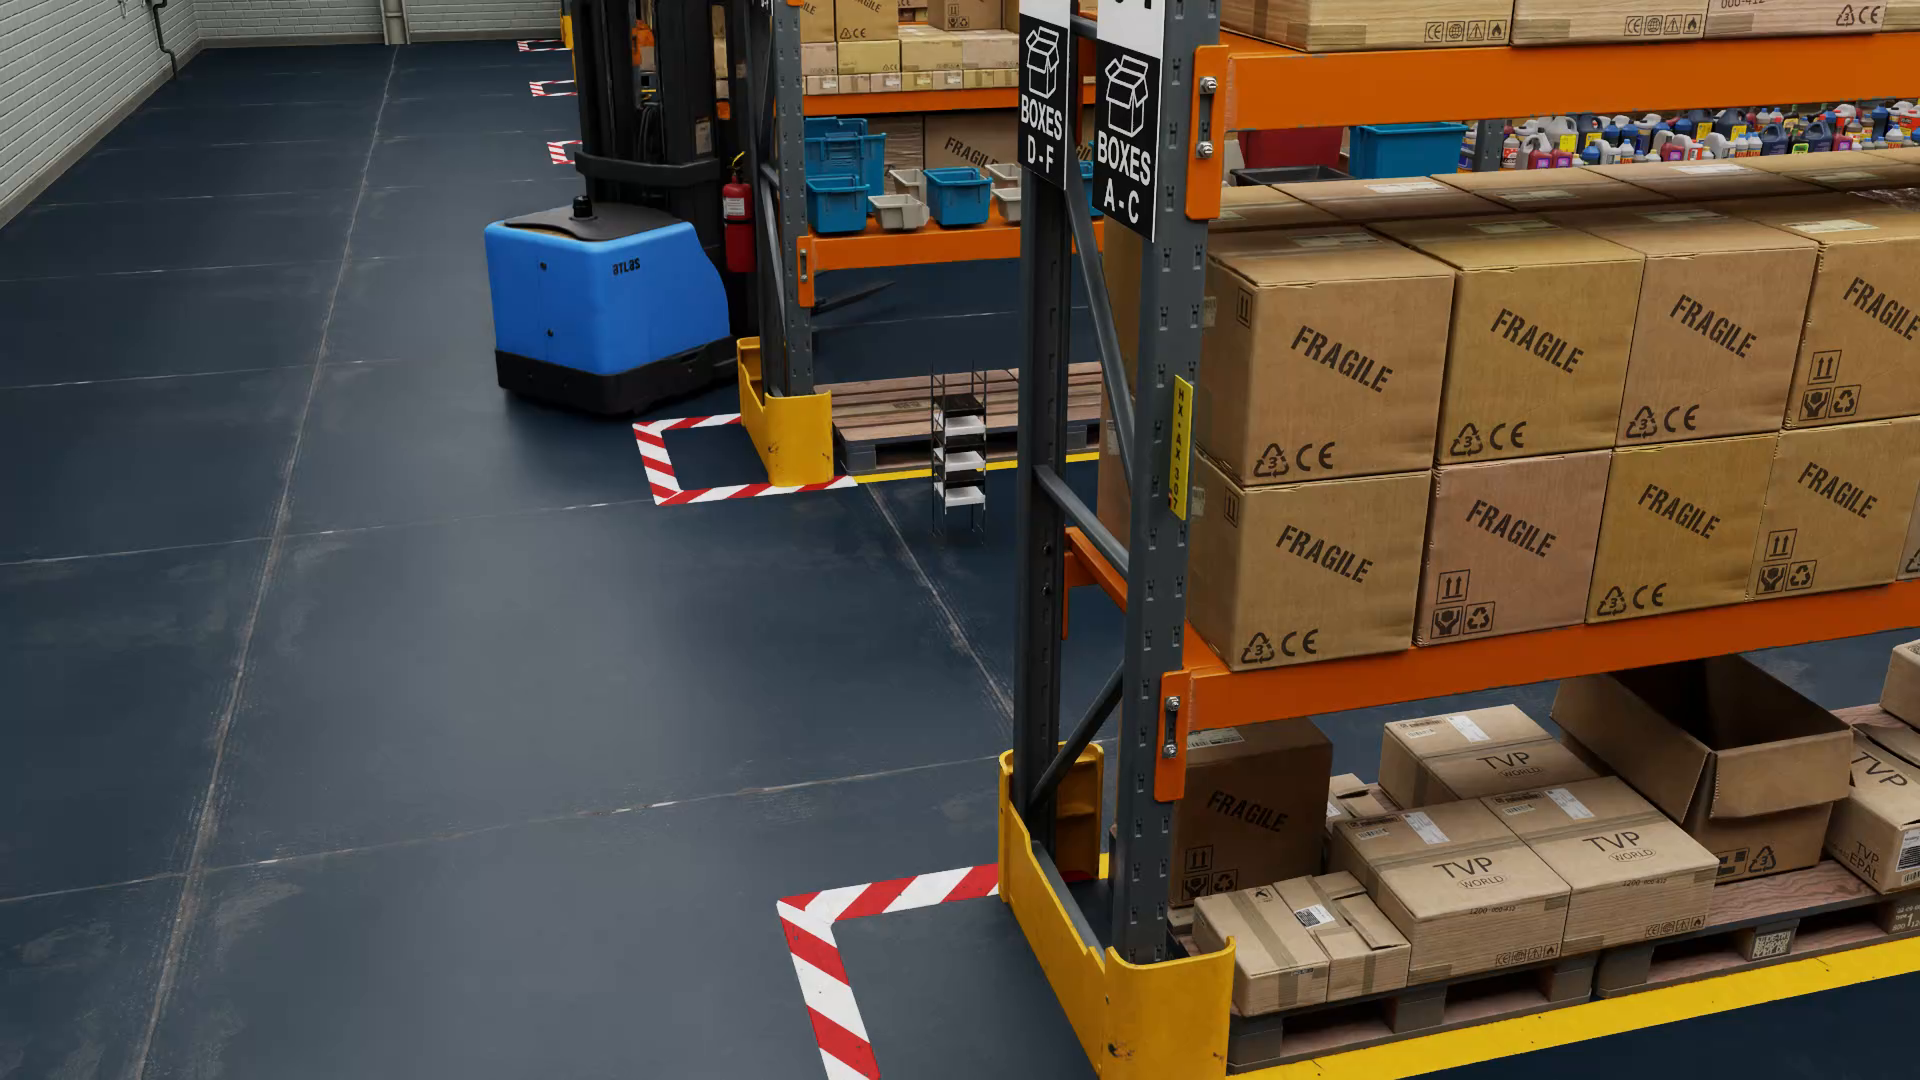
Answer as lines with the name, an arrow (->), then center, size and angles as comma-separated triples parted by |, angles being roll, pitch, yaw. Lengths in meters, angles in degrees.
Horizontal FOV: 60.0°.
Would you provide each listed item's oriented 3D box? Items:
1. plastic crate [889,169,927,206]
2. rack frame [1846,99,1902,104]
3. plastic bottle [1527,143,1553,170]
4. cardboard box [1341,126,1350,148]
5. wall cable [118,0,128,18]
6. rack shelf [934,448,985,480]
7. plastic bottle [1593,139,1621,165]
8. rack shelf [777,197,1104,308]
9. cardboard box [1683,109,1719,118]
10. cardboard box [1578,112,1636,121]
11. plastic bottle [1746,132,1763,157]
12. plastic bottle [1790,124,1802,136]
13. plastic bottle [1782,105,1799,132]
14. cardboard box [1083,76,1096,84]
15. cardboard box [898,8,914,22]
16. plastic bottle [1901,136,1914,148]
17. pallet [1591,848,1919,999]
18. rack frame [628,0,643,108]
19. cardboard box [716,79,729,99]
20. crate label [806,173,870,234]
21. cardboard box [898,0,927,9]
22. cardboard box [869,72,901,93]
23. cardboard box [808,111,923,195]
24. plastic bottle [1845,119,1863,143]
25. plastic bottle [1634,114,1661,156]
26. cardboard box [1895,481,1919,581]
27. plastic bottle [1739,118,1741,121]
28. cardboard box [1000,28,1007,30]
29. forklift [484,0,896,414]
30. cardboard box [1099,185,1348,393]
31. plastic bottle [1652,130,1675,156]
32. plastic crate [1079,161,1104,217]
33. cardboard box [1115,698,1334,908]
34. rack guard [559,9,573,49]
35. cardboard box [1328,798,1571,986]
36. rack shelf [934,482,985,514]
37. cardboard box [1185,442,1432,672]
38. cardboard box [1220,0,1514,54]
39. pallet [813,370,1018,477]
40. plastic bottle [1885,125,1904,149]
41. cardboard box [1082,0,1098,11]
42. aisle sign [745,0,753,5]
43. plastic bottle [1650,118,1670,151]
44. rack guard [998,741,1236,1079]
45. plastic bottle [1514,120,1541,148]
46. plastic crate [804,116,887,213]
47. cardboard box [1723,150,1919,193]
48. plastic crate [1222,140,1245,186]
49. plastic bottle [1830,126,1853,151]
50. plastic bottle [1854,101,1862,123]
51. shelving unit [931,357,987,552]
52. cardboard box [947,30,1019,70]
plastic crate -> -0.237, -1.964, 9.280 | 0.243, 0.136, 0.396 | -6, 24, -14
rack frame -> 9.243, -5.060, 16.239 | 0.127, 3.000, 1.000 | -6, 24, -14
plastic bottle -> 3.346, -2.151, 9.607 | 0.133, 0.283, 0.061 | -6, 24, -14
cardboard box -> 3.011, -3.596, 14.988 | 0.875, 0.875, 1.225 | -7, 24, -16
wall cable -> -10.411, -7.416, 20.402 | 0.123, 1.953, 0.585 | -6, 24, -14
rack shelf -> -0.008, -0.382, 8.084 | 0.200, 0.077, 0.258 | -6, 24, -14
plastic bottle -> 3.779, -2.214, 9.764 | 0.135, 0.276, 0.152 | -6, 24, -14
rack shelf -> 0.952, -1.784, 9.516 | 4.000, 0.370, 1.077 | -6, 24, -14
cardboard box -> 7.106, -3.893, 16.132 | 0.500, 0.500, 0.700 | -4, 24, -10
cardboard box -> 6.028, -4.115, 15.697 | 0.500, 0.250, 0.500 | -5, 24, -12
plastic bottle -> 4.754, -2.309, 9.990 | 0.097, 0.271, 0.097 | 0, 23, 0
plastic bottle -> 5.138, -2.408, 10.207 | 0.133, 0.283, 0.061 | -6, 24, -14
plastic bottle -> 5.416, -2.706, 10.900 | 0.133, 0.283, 0.061 | -6, 24, -14
cardboard box -> 1.087, -3.908, 13.873 | 0.250, 0.149, 0.380 | -6, 24, -13
cardboard box -> -0.673, -5.791, 18.261 | 0.250, 0.149, 0.380 | -7, 24, -16
plastic bottle -> 5.836, -2.396, 10.283 | 0.097, 0.201, 0.097 | 0, 23, 0
pallet -> 2.374, 1.039, 5.561 | 1.213, 0.211, 1.003 | -6, 24, -14
rack frame -> -3.554, -5.676, 17.674 | 0.127, 3.000, 1.000 | -6, 24, -14
cardboard box -> -1.880, -3.579, 13.106 | 0.250, 0.149, 0.380 | -6, 24, -14
crate label -> -0.647, -1.754, 8.669 | 0.303, 0.233, 0.416 | -6, 24, -14
cardboard box -> -0.592, -6.071, 18.090 | 0.500, 0.500, 0.500 | -7, 24, -16
cardboard box -> -0.643, -3.717, 13.427 | 0.250, 0.149, 0.380 | -7, 24, -15
cardboard box -> -0.841, -3.194, 14.052 | 0.875, 0.875, 0.875 | -6, 24, -14
plastic bottle -> 5.831, -2.644, 10.861 | 0.097, 0.201, 0.097 | 0, 23, 0
plastic bottle -> 4.360, -2.567, 10.586 | 0.135, 0.276, 0.152 | -6, 24, -14
cardboard box -> 2.810, -0.231, 4.857 | 0.500, 0.500, 0.500 | -6, 24, -13
plastic bottle -> 4.994, -2.646, 10.776 | 0.097, 0.271, 0.097 | 0, 23, 0
cardboard box -> 0.537, -4.274, 14.220 | 0.500, 0.250, 0.500 | -6, 24, -15
forklift -> -1.603, -2.610, 10.615 | 1.130, 2.935, 3.031 | 16, 28, 32
cardboard box -> 0.715, -0.678, 4.631 | 0.500, 0.500, 0.500 | -7, 24, -15
plastic bottle -> 4.277, -2.332, 10.037 | 0.135, 0.276, 0.152 | -6, 24, -14
plastic crate -> 0.621, -1.894, 8.996 | 0.300, 0.233, 0.416 | -6, 24, -14
cardboard box -> 0.818, 0.775, 5.253 | 0.500, 0.500, 0.500 | -6, 24, -14
rack guard -> -6.259, -8.288, 26.931 | 0.348, 0.500, 1.175 | -6, 24, -14
cardboard box -> 1.443, 1.037, 4.957 | 0.500, 0.250, 0.500 | -6, 24, -14
rack shelf -> -0.008, -0.217, 8.155 | 0.200, 0.077, 0.258 | -6, 24, -14
cardboard box -> 0.859, -0.014, 4.351 | 0.500, 0.500, 0.500 | -6, 24, -13
cardboard box -> 0.924, -1.288, 3.835 | 0.500, 0.250, 0.500 | -6, 24, -14
pallet -> -0.169, -0.693, 9.598 | 1.213, 0.211, 1.003 | -6, 24, -14
plastic bottle -> 5.742, -2.418, 10.245 | 0.097, 0.271, 0.097 | 0, 23, 0
cardboard box -> 1.170, -4.470, 13.725 | 0.500, 0.500, 0.500 | -6, 24, -13
aisle sign -> -1.122, -3.200, 8.606 | 0.004, 0.787, 0.394 | -6, 24, -14
plastic bottle -> 4.412, -2.519, 10.481 | 0.097, 0.271, 0.097 | 0, 23, 0
rack guard -> 0.434, 1.120, 5.006 | 0.348, 0.500, 1.175 | -6, 24, -14
plastic bottle -> 3.522, -2.474, 10.370 | 0.135, 0.276, 0.152 | -6, 24, -14
plastic crate -> -0.701, -2.052, 9.107 | 0.499, 0.435, 0.616 | -6, 24, -14
cardboard box -> 2.691, -0.899, 5.146 | 0.500, 0.500, 0.500 | -7, 24, -16
plastic crate -> 1.358, -2.208, 9.666 | 0.530, 0.282, 0.437 | -6, 24, -14
plastic bottle -> 5.354, -2.373, 10.125 | 0.133, 0.283, 0.061 | -6, 24, -14
plastic bottle -> 5.896, -2.759, 11.024 | 0.133, 0.283, 0.061 | -6, 24, -14
shelving unit -> -0.008, -0.413, 8.071 | 0.210, 0.900, 0.258 | -6, 24, -14
cardboard box -> 0.197, -4.019, 13.625 | 0.500, 0.250, 0.500 | -6, 24, -13
